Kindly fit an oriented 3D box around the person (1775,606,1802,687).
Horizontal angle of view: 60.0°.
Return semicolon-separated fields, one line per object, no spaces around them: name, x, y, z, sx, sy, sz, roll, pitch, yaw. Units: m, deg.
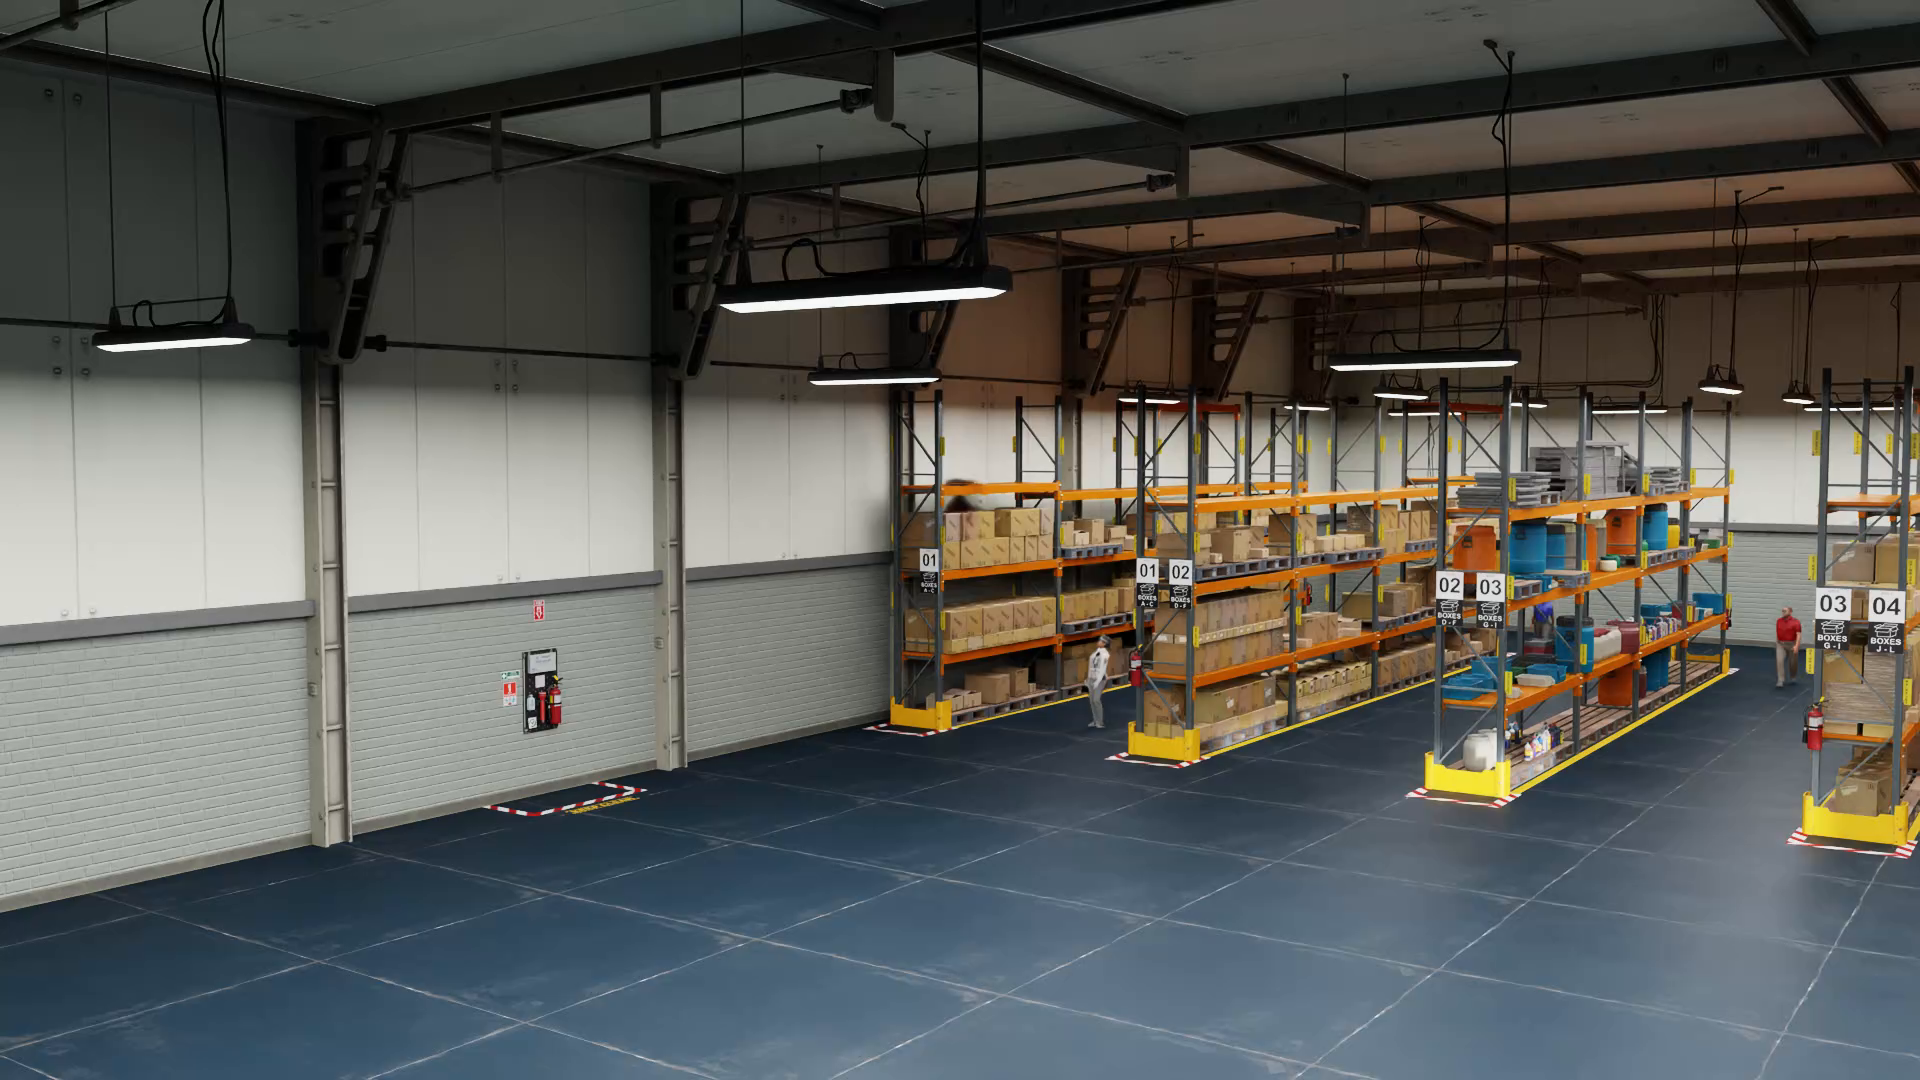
person;17.238;2.217;34.619;0.509;1.677;1.071;2;4;31

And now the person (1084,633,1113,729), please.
person;2.469;2.533;29.758;0.487;1.740;0.516;-2;4;-35

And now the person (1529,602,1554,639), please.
person;13.565;2.016;38.751;0.521;1.609;0.932;2;4;27
